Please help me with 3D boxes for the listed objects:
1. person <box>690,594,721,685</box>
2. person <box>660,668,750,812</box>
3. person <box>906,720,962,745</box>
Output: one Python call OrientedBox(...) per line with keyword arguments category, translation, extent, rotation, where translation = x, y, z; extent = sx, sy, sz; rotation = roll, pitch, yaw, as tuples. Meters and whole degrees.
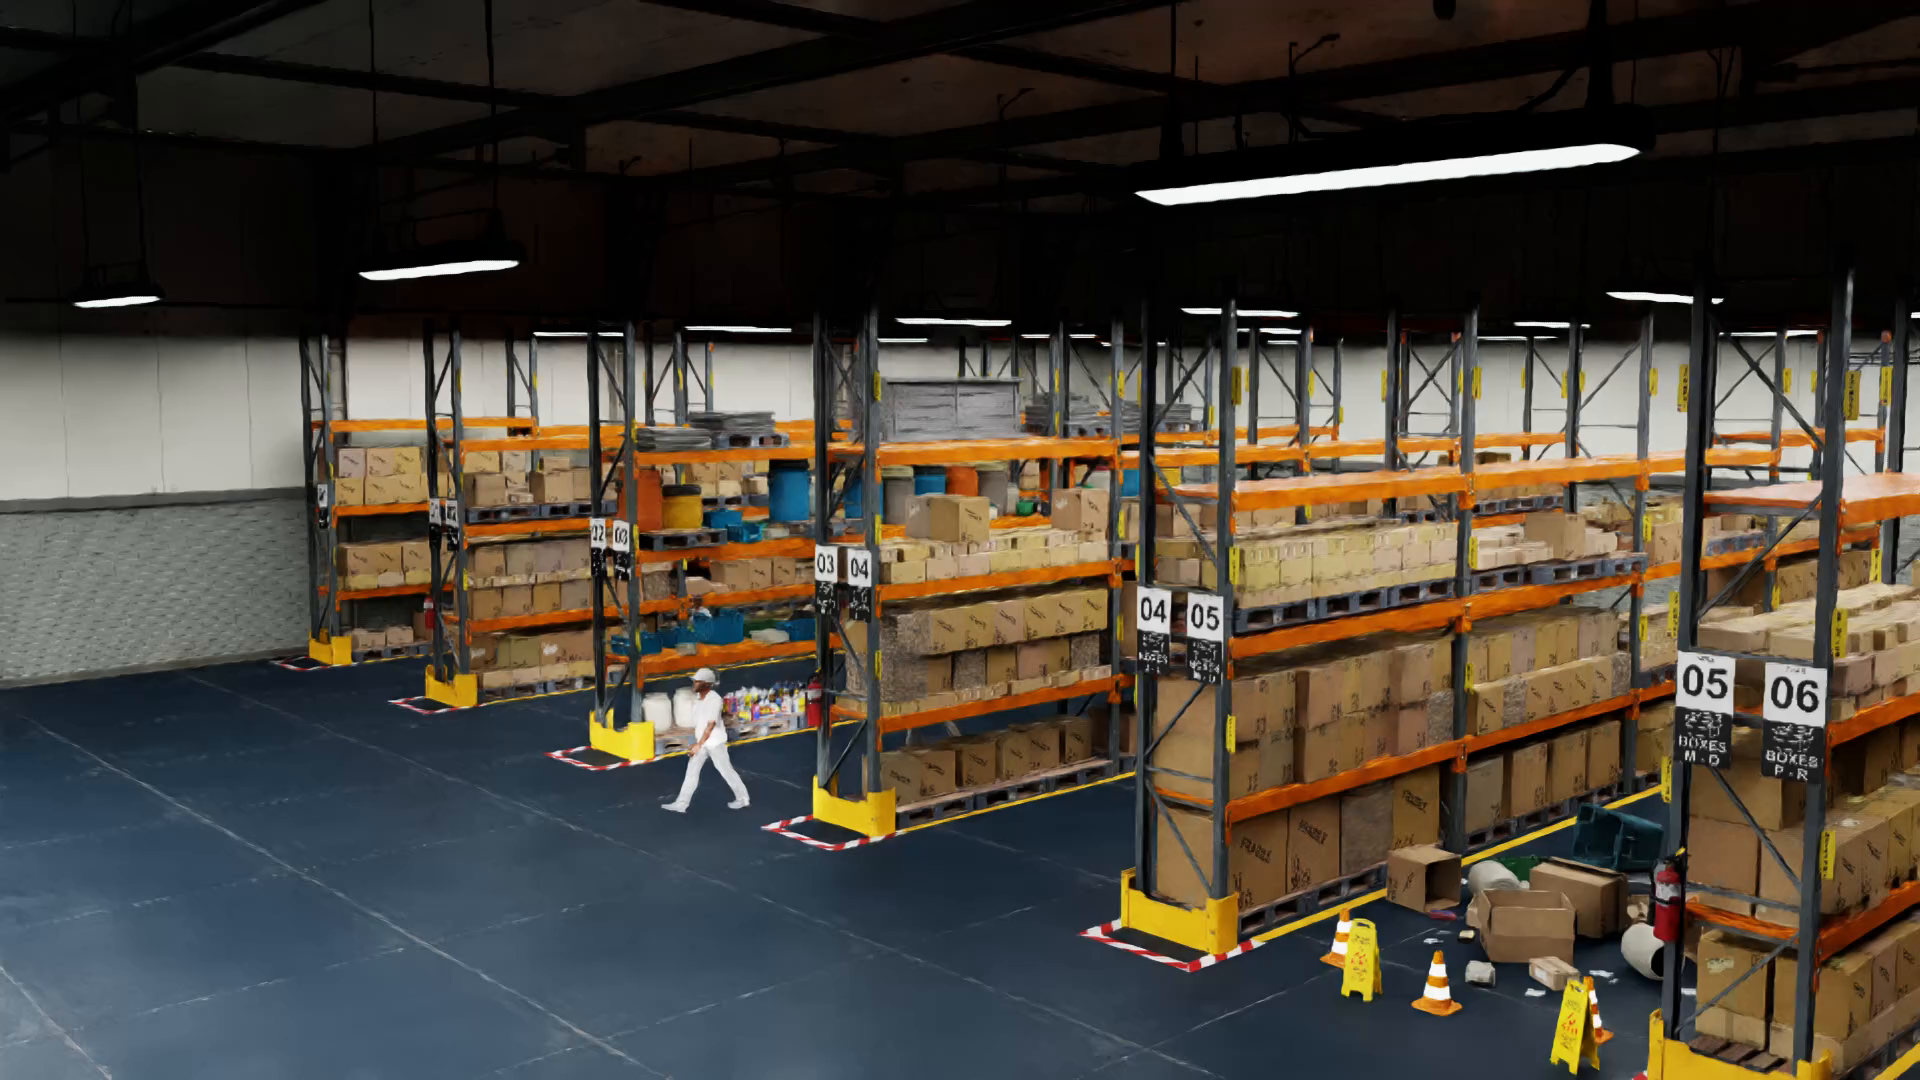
OrientedBox(category="person", translation=(-4.226, 1.687, 27.472), extent=(0.566, 1.434, 0.508), rotation=(6, 8, 44))
OrientedBox(category="person", translation=(-2.964, 2.344, 19.454), extent=(1.042, 1.708, 0.569), rotation=(-4, 7, -34))
OrientedBox(category="person", translation=(-0.359, 2.115, 22.283), extent=(0.948, 1.609, 0.495), rotation=(-2, 6, -22))
